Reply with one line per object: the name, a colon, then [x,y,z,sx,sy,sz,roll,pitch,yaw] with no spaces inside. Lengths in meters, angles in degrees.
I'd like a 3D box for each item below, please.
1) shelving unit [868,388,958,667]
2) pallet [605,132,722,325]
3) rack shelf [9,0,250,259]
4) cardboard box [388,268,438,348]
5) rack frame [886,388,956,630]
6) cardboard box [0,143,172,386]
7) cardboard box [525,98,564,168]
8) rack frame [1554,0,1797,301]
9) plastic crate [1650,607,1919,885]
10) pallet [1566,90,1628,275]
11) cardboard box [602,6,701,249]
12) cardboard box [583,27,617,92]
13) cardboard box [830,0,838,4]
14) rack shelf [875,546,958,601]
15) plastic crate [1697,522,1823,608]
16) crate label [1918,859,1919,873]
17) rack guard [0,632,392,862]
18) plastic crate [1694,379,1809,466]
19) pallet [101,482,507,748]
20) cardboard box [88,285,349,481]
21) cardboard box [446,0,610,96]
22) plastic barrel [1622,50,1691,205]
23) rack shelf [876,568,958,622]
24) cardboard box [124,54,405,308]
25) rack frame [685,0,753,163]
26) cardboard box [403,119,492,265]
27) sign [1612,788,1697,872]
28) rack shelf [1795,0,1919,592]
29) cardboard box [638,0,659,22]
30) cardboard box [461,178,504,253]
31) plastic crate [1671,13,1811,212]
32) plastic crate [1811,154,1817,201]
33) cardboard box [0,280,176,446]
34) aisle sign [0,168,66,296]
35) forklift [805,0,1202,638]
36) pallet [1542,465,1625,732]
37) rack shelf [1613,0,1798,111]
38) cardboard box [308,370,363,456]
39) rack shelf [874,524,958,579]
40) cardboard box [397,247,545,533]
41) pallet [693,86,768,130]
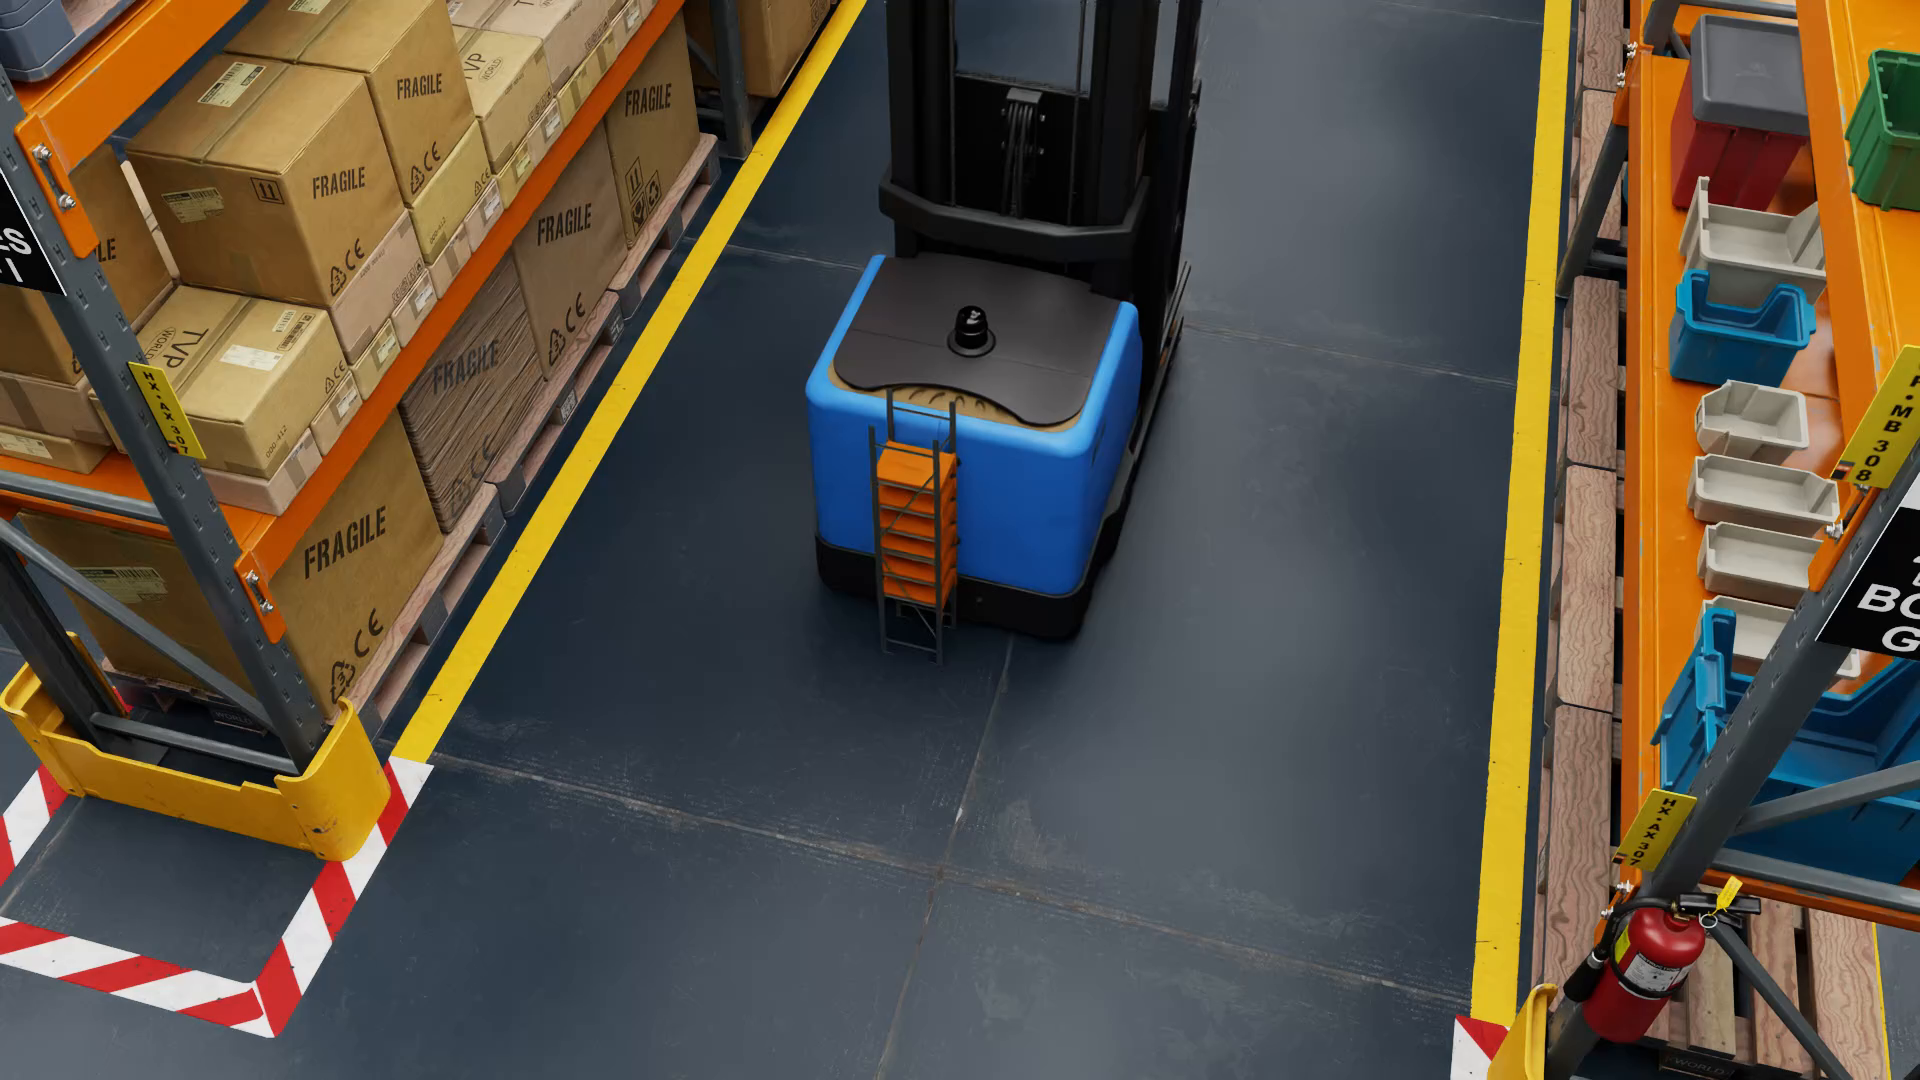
shelving unit: [-0.156,-0.015,5.881,0.258,1.200,0.189,13,50,11]
pallet: [-1.820,-1.571,7.914,1.003,0.211,1.213,12,50,10]
rack shelf: [-2.071,-2.336,5.209,1.077,0.370,4.000,12,50,10]
cardboard box: [-1.985,-0.803,5.545,0.380,0.149,0.250,11,49,9]
rack frame: [-0.129,-0.080,5.939,0.240,1.200,0.006,13,50,11]
cardboard box: [-2.723,-0.836,4.808,0.500,0.500,0.500,12,50,10]
cardboard box: [-1.715,-1.546,6.200,0.380,0.149,0.250,12,50,11]
rack frame: [3.234,-2.051,6.478,1.000,3.000,0.127,12,50,10]
plastic crate: [2.089,0.532,4.135,0.616,0.435,0.499,12,50,10]
pallet: [3.477,-1.678,8.009,1.003,0.211,1.213,12,50,10]
cardboard box: [-1.796,-2.002,7.573,0.875,0.875,0.875,12,50,10]
cardboard box: [-1.579,-1.915,6.526,0.380,0.149,0.250,12,50,11]
cardboard box: [-1.161,-3.577,8.963,1.225,0.875,0.875,10,49,9]
rack shelf: [-0.156,0.094,6.005,0.258,0.103,0.180,13,50,11]
plastic crate: [2.311,0.078,4.736,0.396,0.136,0.243,12,50,10]
crate label: [2.563,0.764,4.065,0.416,0.233,0.303,12,50,10]
rack guard: [-2.604,0.710,5.709,1.175,0.500,0.348,12,50,10]
plastic crate: [2.421,-0.346,5.110,0.298,0.136,0.250,12,50,10]
pallet: [-2.463,0.194,6.357,1.003,0.211,1.213,12,50,10]
cardboard box: [-2.211,-0.478,4.991,0.500,0.250,0.500,10,49,9]
cardboard box: [-1.676,-1.962,6.301,0.500,0.250,0.500,12,50,11]
plastic barrel: [3.393,-1.885,7.452,0.600,0.901,0.708,12,50,10]
rack shelf: [-0.156,0.174,6.095,0.258,0.103,0.180,13,50,11]
cardboard box: [-2.079,-1.087,5.029,0.500,0.500,0.500,10,49,9]
rack frame: [-1.545,-3.028,7.341,1.000,3.000,0.127,12,50,10]
cardboard box: [-1.945,-1.218,5.644,0.500,0.250,0.500,10,49,9]
sign: [1.646,0.692,3.949,0.100,0.325,0.005,12,50,10]
rack shelf: [2.707,-1.359,4.346,1.077,0.370,4.000,12,50,10]
cardboard box: [-1.444,-2.288,6.855,0.380,0.149,0.250,11,49,9]
cardboard box: [-1.850,-1.174,5.872,0.380,0.149,0.250,11,50,10]
plastic crate: [2.757,-1.495,5.905,0.402,0.464,0.583,12,50,10]
plastic crate: [3.198,-1.117,5.797,0.437,0.125,0.590,12,50,10]
cardboard box: [-2.726,-0.587,5.088,0.500,0.250,0.500,11,49,9]
aisle sign: [-2.327,-0.884,3.714,0.394,0.787,0.004,12,50,10]
forklift: [0.359,-1.734,6.244,1.130,2.935,3.031,13,50,11]
pallet: [2.758,0.297,6.266,1.003,0.211,1.213,12,50,10]
rack shelf: [3.760,-3.259,8.025,1.077,0.370,4.000,12,50,10]
cardboard box: [-2.120,-0.429,5.215,0.380,0.149,0.250,11,49,9]
rack shelf: [-0.156,0.015,5.915,0.258,0.103,0.180,13,50,11]
cardboard box: [-2.267,-0.708,6.430,0.875,0.875,0.875,12,50,10]
pallet: [-1.414,-2.678,8.892,1.003,0.211,1.213,12,50,10]
